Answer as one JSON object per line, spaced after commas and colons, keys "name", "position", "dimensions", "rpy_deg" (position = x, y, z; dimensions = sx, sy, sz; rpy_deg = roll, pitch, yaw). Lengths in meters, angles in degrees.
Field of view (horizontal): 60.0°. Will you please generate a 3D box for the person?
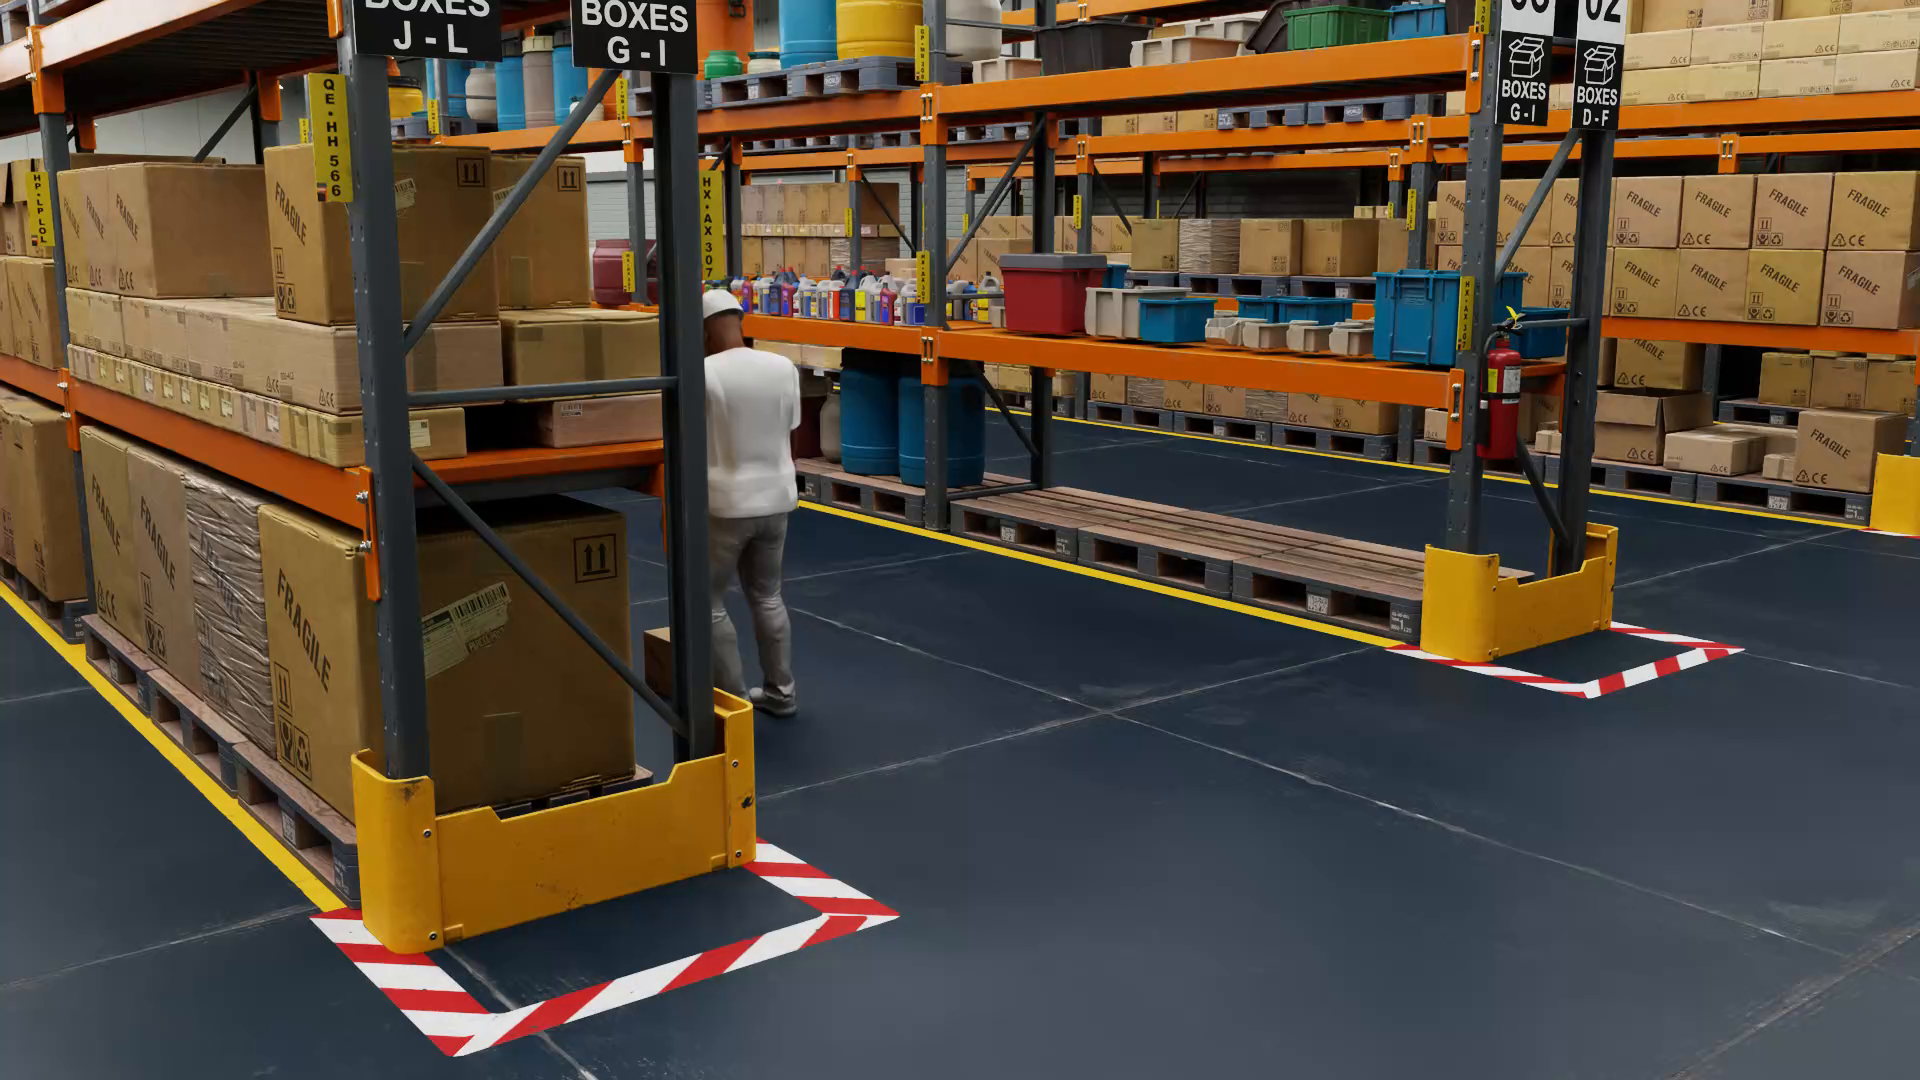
{"name": "person", "position": [-0.912, -0.129, 6.655], "dimensions": [0.588, 1.725, 0.437], "rpy_deg": [-8, 14, -36]}
